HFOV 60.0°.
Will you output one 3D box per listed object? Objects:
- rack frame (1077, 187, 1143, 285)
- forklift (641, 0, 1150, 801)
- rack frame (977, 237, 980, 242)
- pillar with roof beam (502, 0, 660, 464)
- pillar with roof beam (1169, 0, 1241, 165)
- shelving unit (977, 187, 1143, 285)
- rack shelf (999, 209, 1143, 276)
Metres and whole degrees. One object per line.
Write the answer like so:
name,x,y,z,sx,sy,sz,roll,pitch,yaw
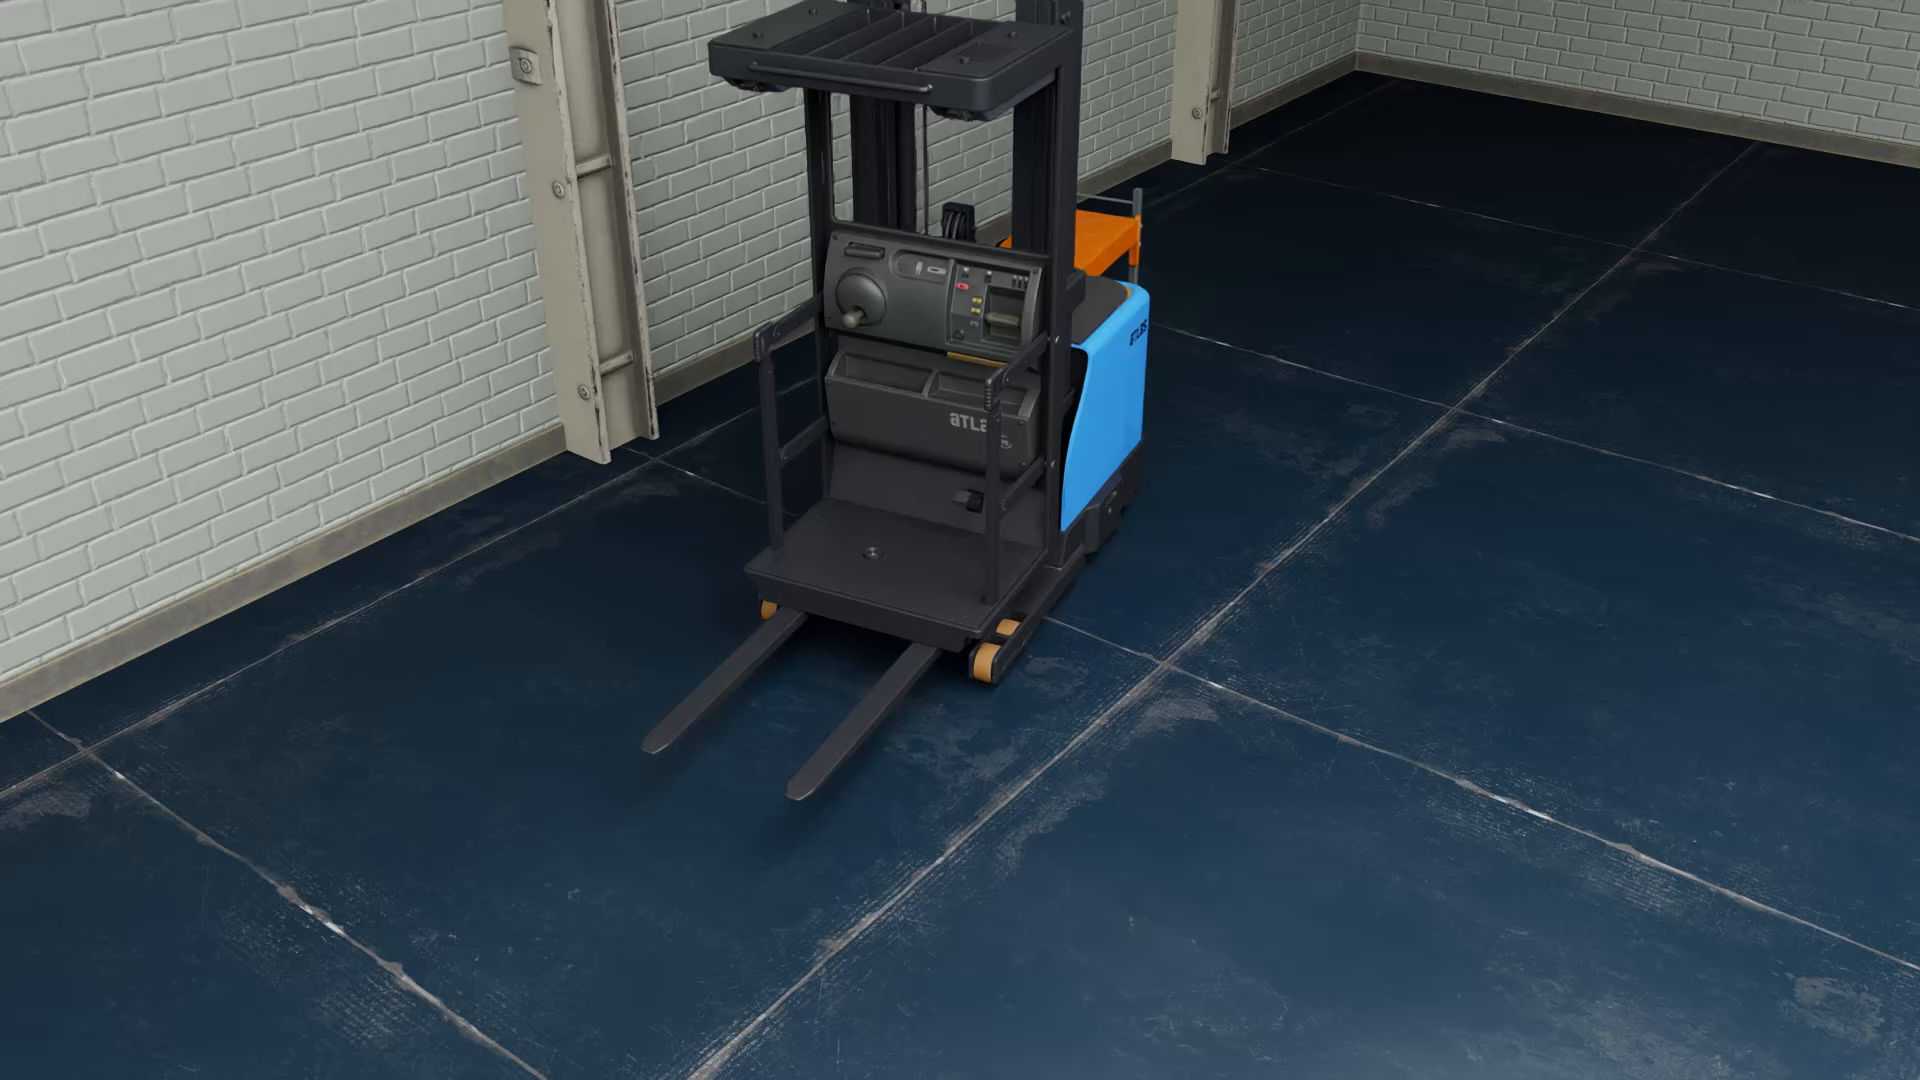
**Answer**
rack frame,0.717,-1.385,8.984,0.500,1.125,0.032,14,33,22
forklift,-0.207,-0.932,6.448,1.130,2.935,3.031,14,33,22
rack frame,0.279,-0.917,8.194,0.500,1.125,0.032,14,33,22
pillar with roof beam,1.630,-3.054,4.076,9.100,9.000,0.400,21,37,31
pillar with roof beam,5.252,-5.493,8.191,9.100,9.000,0.400,21,37,31
shelving unit,0.498,-1.151,8.589,0.538,1.125,1.048,14,33,22
rack shelf,0.498,-1.403,8.440,0.538,0.278,1.000,14,33,22
